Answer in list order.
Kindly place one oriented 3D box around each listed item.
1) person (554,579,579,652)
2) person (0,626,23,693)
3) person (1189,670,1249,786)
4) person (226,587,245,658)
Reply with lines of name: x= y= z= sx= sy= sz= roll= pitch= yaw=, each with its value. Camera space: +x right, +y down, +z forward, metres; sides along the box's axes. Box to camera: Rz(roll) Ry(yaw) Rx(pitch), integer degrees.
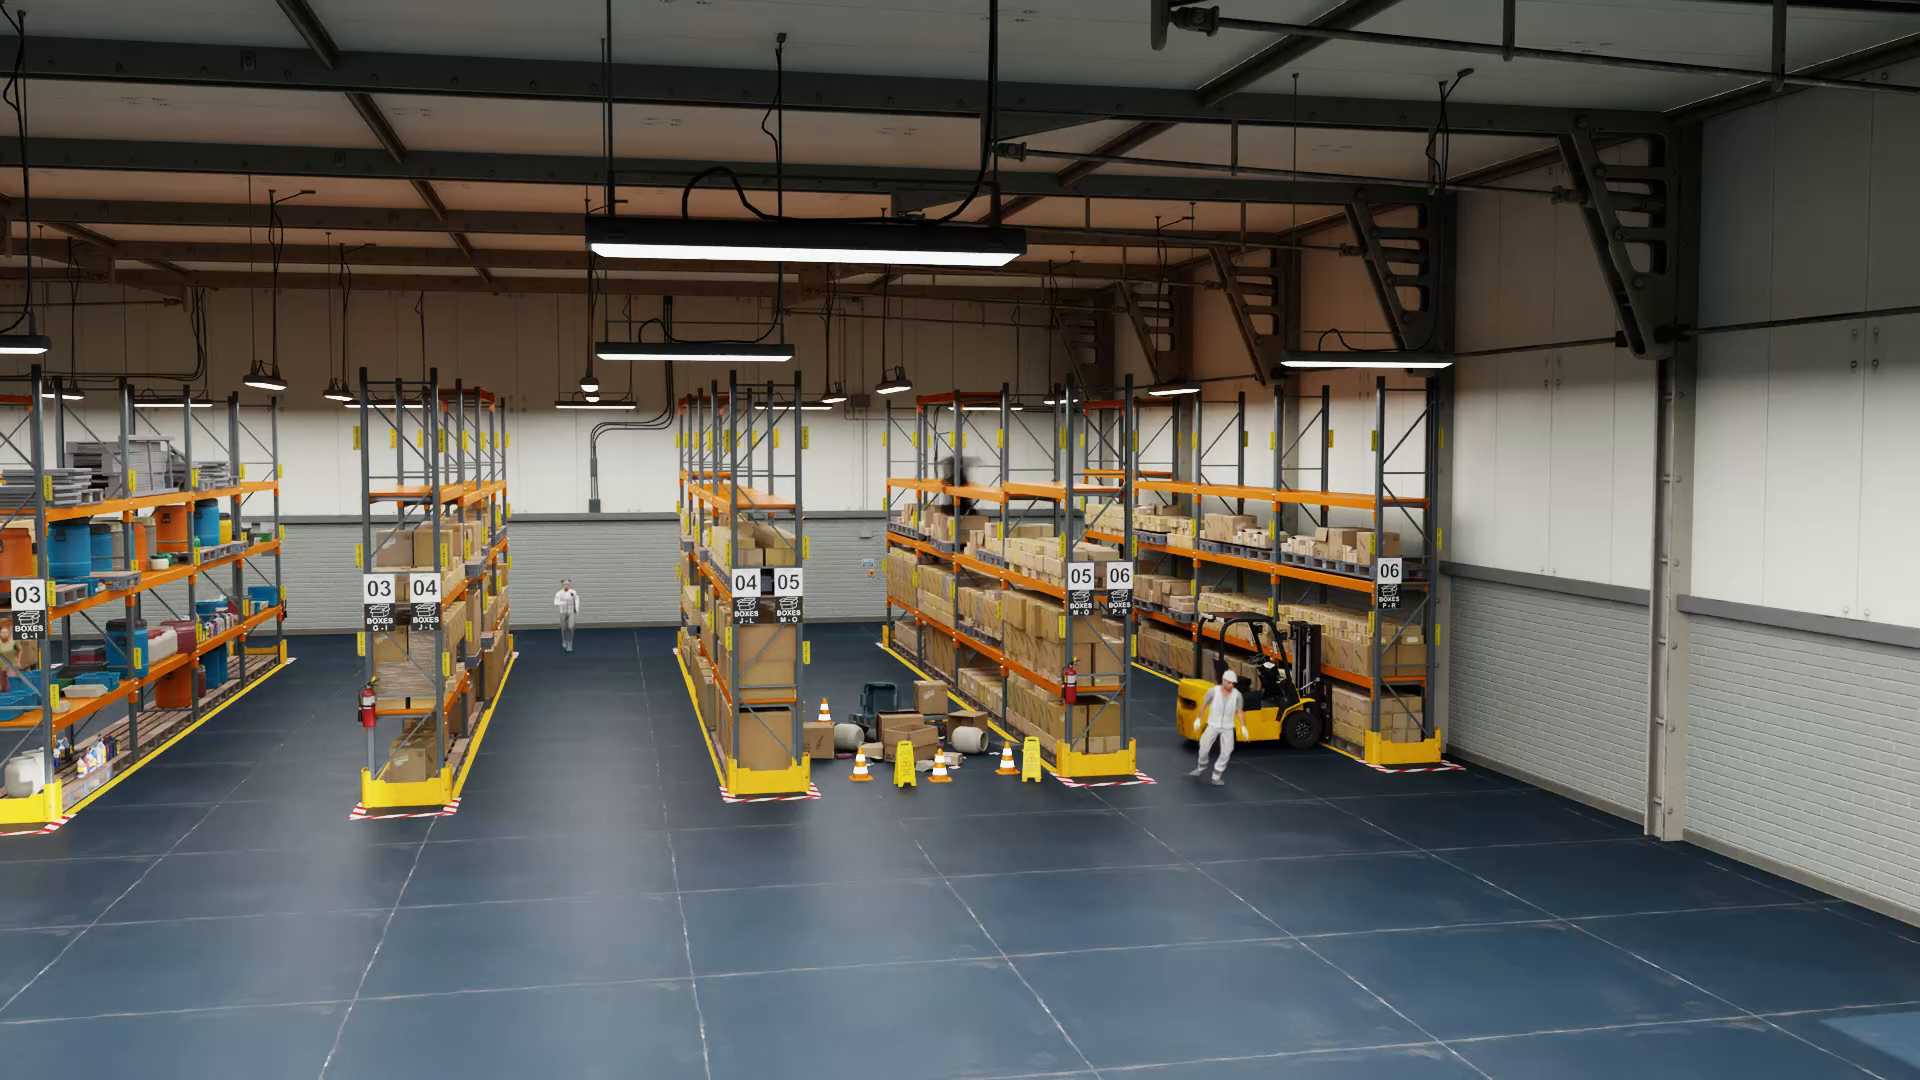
person: x=-9.415 y=1.782 z=39.803 sx=0.568 sy=1.740 sz=0.846 roll=-1 pitch=3 yaw=-13
person: x=-17.601 y=2.381 z=30.649 sx=0.560 sy=1.617 sz=0.720 roll=-2 pitch=4 yaw=-26
person: x=3.755 y=2.705 z=24.108 sx=0.826 sy=1.700 sz=0.694 roll=0 pitch=3 yaw=2
person: x=-16.788 y=1.900 z=38.219 sx=0.705 sy=1.681 sz=0.653 roll=-2 pitch=4 yaw=-26
